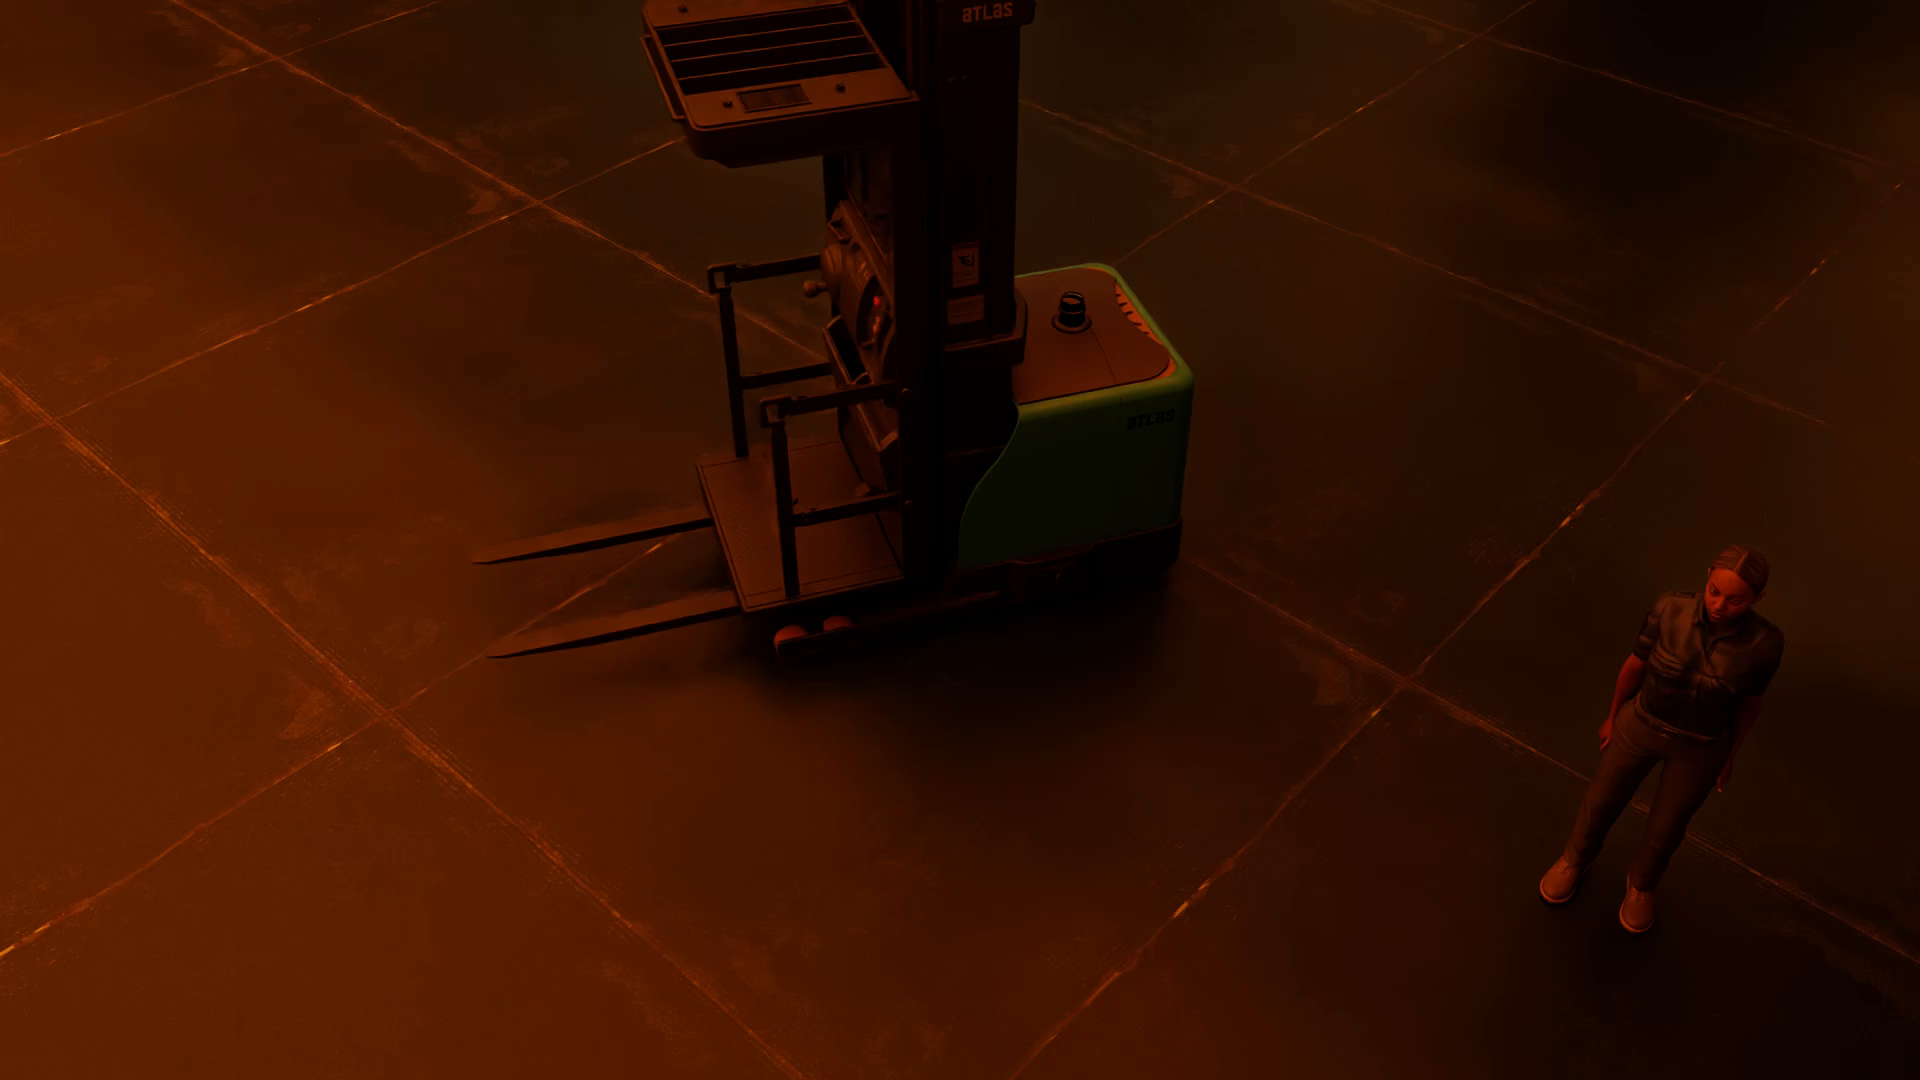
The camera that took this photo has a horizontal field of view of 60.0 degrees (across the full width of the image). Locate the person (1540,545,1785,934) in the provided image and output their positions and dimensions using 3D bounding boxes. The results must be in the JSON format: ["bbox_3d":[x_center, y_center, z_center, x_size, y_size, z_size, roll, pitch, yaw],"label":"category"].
[{"bbox_3d":[2.392,0.678,5.617,0.446,1.662,0.324,21,45,22],"label":"person"}]

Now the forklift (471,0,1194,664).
[{"bbox_3d":[-0.592,-0.975,6.565,3.031,2.935,1.130,-12,42,-13],"label":"forklift"}]
